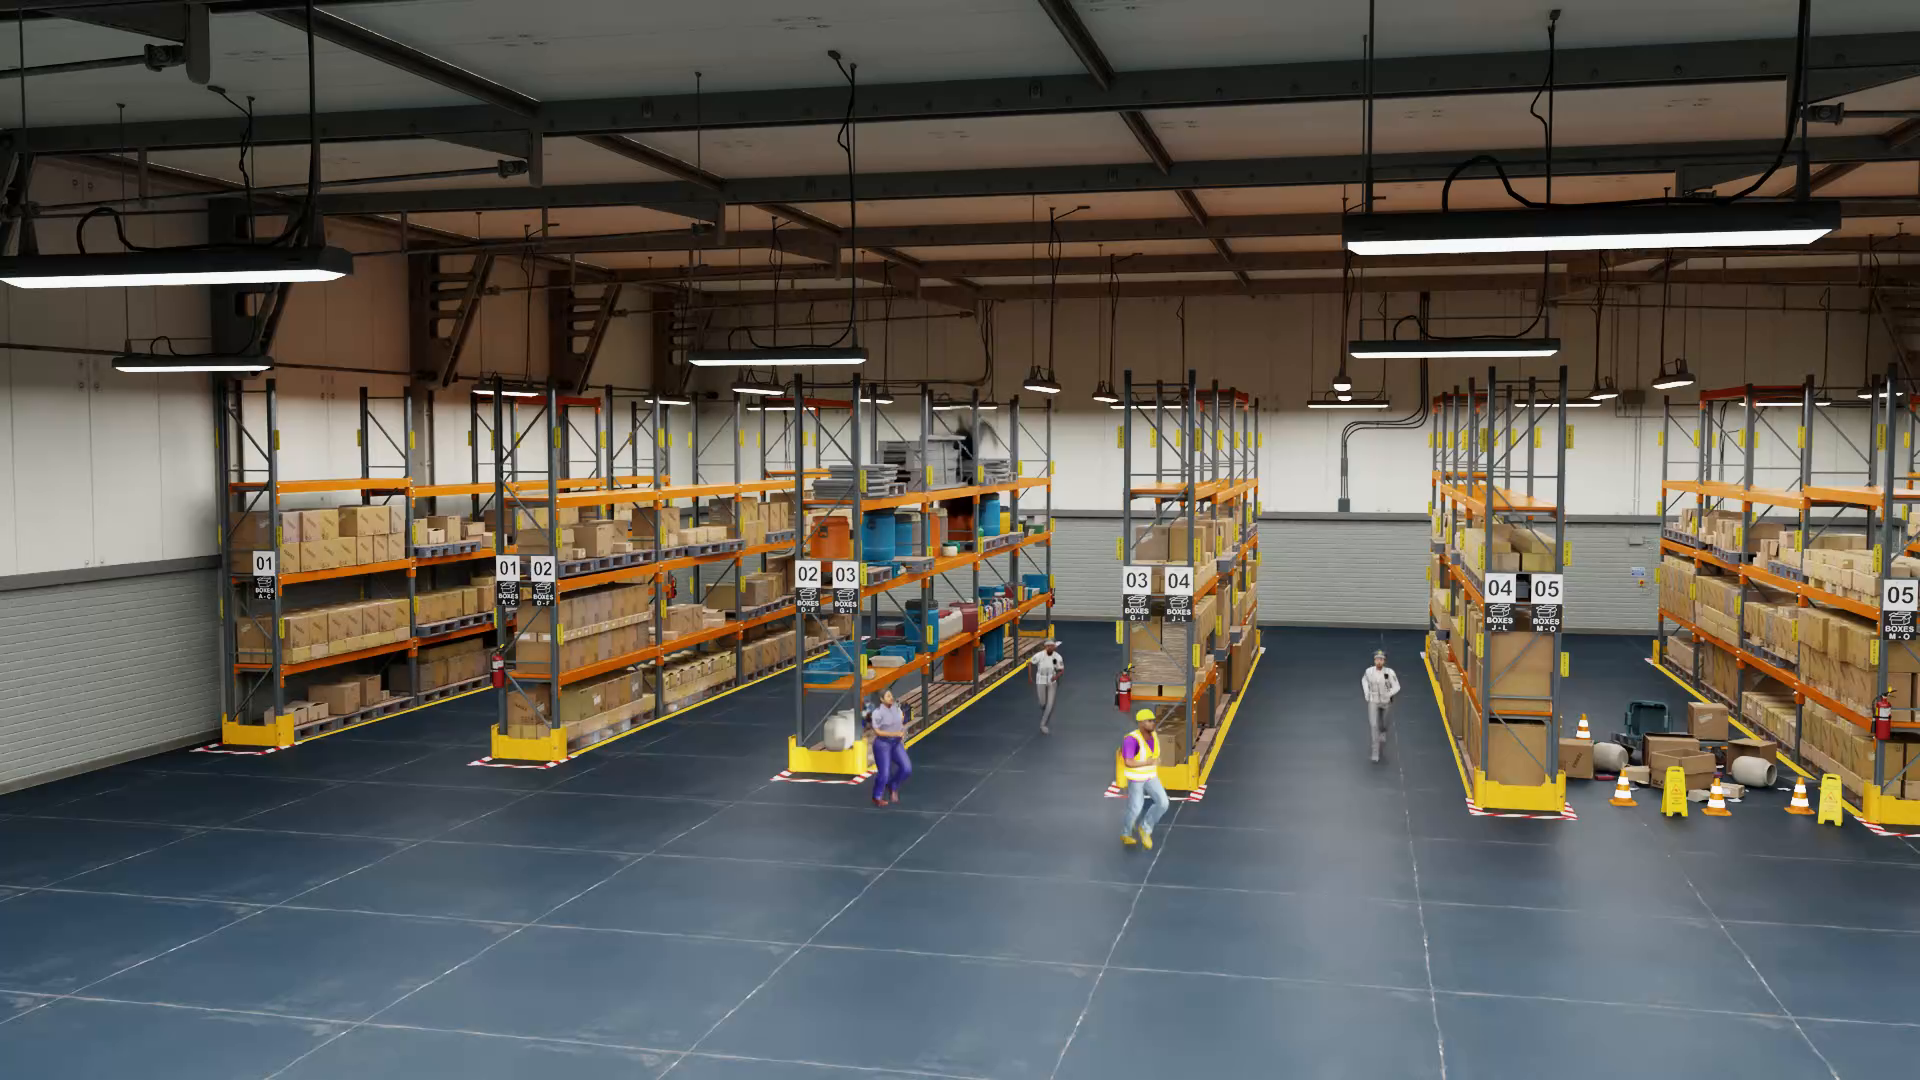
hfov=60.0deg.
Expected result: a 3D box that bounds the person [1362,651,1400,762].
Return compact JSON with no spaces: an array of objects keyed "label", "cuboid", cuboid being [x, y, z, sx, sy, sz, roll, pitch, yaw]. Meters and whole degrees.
[{"label":"person","cuboid":[6.668,2.591,26.352,0.584,1.704,1.084,1,4,13]}]

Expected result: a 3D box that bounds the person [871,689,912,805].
[{"label":"person","cuboid":[-0.956,2.827,22.678,0.573,1.610,0.624,-3,5,-45]}]

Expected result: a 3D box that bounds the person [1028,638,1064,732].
[{"label":"person","cuboid":[1.481,2.484,28.565,0.615,1.649,0.642,0,3,1]}]

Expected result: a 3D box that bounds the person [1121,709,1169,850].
[{"label":"person","cuboid":[2.236,2.903,20.241,0.736,1.730,0.791,-3,4,-38]}]
